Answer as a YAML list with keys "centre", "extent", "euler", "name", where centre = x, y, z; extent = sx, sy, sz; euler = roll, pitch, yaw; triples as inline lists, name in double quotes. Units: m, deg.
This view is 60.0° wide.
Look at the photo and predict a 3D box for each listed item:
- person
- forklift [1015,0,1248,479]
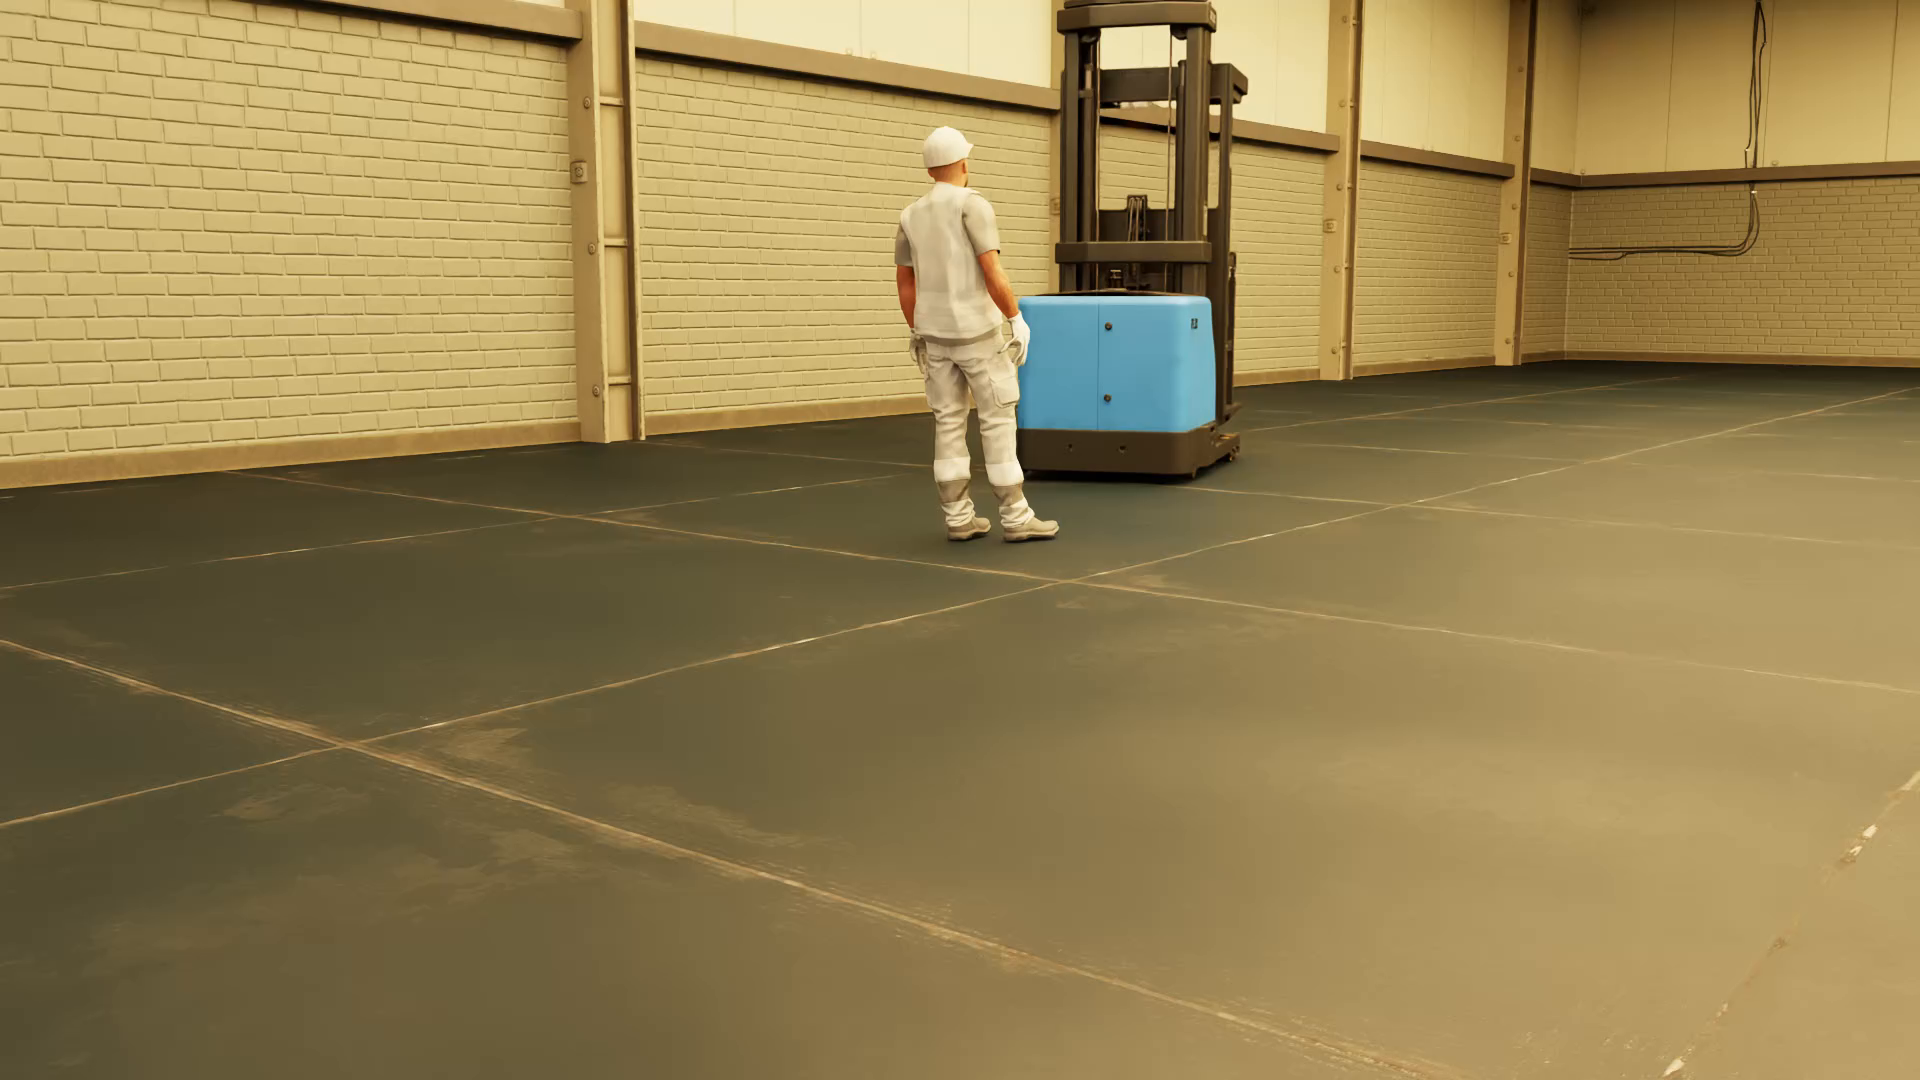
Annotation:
- centre: [0.060, -0.900, 7.328]
  extent: [0.637, 1.787, 0.564]
  euler: [7, 11, 38]
  name: "person"
- centre: [1.246, -1.980, 10.815]
  extent: [1.130, 2.935, 3.031]
  euler: [3, 9, 17]
  name: "forklift"
